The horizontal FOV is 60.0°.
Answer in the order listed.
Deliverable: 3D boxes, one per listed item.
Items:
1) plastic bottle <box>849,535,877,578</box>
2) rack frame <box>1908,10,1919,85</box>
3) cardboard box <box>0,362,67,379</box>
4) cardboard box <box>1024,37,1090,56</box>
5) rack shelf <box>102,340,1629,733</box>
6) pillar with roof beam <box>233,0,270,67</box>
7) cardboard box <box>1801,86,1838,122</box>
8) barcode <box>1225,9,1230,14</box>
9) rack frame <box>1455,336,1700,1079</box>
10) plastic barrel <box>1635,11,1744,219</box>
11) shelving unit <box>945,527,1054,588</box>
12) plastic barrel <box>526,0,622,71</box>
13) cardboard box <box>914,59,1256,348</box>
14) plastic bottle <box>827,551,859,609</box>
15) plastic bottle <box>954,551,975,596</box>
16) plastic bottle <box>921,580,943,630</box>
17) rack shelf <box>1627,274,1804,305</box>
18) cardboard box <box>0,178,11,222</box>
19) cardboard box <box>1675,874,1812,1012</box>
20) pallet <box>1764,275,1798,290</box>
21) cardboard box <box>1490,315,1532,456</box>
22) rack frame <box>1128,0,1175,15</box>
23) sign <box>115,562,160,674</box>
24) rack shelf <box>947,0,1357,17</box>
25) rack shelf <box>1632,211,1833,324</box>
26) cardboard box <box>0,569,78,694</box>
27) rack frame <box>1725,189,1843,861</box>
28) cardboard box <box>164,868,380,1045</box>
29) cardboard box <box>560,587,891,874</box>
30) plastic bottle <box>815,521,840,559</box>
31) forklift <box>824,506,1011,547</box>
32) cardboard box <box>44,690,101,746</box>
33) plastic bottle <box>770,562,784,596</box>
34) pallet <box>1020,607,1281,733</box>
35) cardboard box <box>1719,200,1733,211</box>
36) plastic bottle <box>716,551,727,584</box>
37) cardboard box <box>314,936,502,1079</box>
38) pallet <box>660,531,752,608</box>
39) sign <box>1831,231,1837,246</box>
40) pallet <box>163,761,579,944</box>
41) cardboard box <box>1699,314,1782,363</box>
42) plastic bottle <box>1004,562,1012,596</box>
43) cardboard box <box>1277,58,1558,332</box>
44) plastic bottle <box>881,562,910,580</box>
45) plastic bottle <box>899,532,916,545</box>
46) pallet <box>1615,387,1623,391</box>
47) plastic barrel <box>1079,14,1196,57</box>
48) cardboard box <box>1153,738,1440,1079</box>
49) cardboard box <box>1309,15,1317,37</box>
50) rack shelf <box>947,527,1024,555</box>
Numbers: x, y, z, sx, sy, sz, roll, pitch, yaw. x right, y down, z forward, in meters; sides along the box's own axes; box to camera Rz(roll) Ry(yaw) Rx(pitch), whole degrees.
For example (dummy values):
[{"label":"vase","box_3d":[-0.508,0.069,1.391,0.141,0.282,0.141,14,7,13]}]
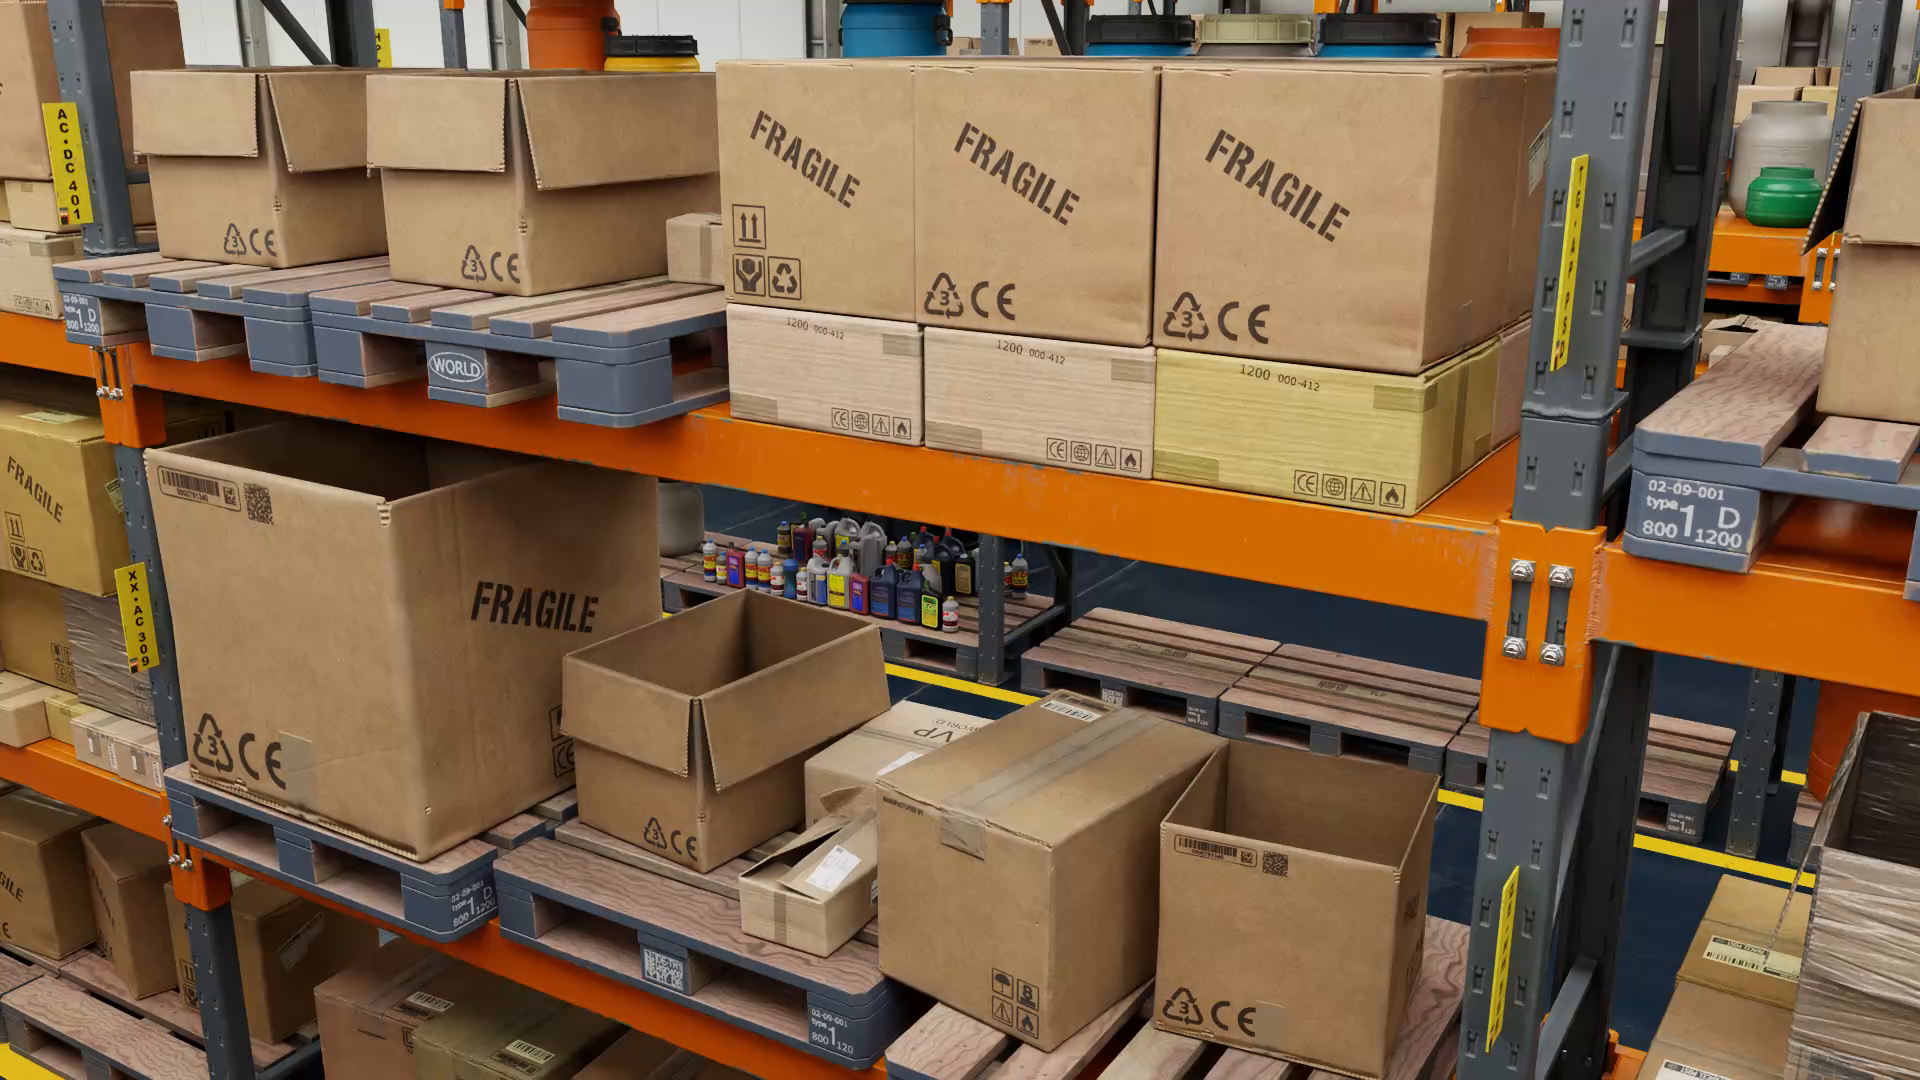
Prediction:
[{"label":"plastic bottle","box_3d":[-0.633,0.099,10.825,0.135,0.276,0.152,10,20,30]},{"label":"rack frame","box_3d":[6.420,-4.204,10.738,0.127,3.000,1.000,10,20,30]},{"label":"cardboard box","box_3d":[-3.279,-0.441,6.267,0.500,0.500,0.500,10,20,30]},{"label":"cardboard box","box_3d":[0.875,-3.981,14.030,0.500,0.500,0.500,10,20,30]},{"label":"rack shelf","box_3d":[-0.471,-0.276,4.205,4.000,0.370,1.077,10,20,30]},{"label":"pillar with roof beam","box_3d":[-14.349,-8.428,24.643,0.400,9.000,9.100,10,20,30]},{"label":"cardboard box","box_3d":[6.004,-2.953,11.316,0.500,0.250,0.500,9,19,26]},{"label":"barcode","box_3d":[3.059,-6.042,19.026,0.075,0.075,0.001,10,20,30]},{"label":"rack frame","box_3d":[1.233,1.120,3.535,0.127,3.000,1.000,10,20,30]},{"label":"plastic barrel","box_3d":[3.239,-1.961,7.653,0.600,0.901,0.600,0,17,0]},{"label":"shelving unit","box_3d":[0.307,-0.501,11.449,0.755,1.500,0.431,16,23,42]},{"label":"plastic barrel","box_3d":[-2.512,-3.123,10.880,0.708,0.830,0.600,10,20,30]},{"label":"cardboard box","box_3d":[0.253,-0.689,3.294,0.500,0.500,0.500,10,20,30]},{"label":"plastic bottle","box_3d":[-0.722,0.236,10.243,0.185,0.351,0.144,10,20,30]},{"label":"plastic bottle","box_3d":[0.029,0.201,10.476,0.133,0.283,0.061,10,20,30]},{"label":"plastic bottle","box_3d":[-0.166,0.382,9.879,0.133,0.283,0.061,11,20,33]},{"label":"rack shelf","box_3d":[7.305,-2.521,16.757,4.000,0.370,1.077,10,20,30]},{"label":"cardboard box","box_3d":[-2.784,-1.084,5.201,0.250,0.149,0.380,10,20,31]},{"label":"cardboard box","box_3d":[1.783,1.085,3.475,0.500,0.500,0.500,11,20,32]},{"label":"pallet","box_3d":[8.347,-2.551,15.949,1.003,0.211,1.213,10,20,30]},{"label":"cardboard box","box_3d":[0.965,-0.378,3.563,0.500,0.250,0.500,11,20,31]},{"label":"rack frame","box_3d":[2.193,-6.648,18.785,0.127,3.000,1.000,10,20,30]},{"label":"sign","box_3d":[-2.453,0.232,4.966,0.005,0.325,0.100,10,20,30]},{"label":"rack shelf","box_3d":[1.308,-4.581,13.905,4.000,0.370,1.077,10,20,30]},{"label":"rack shelf","box_3d":[2.121,-1.502,8.243,4.000,0.370,1.077,10,20,30]},{"label":"cardboard box","box_3d":[-2.934,0.152,6.035,0.500,0.500,0.875,10,20,30]},{"label":"rack frame","box_3d":[3.825,-0.107,7.573,0.127,3.000,1.000,10,20,30]},{"label":"cardboard box","box_3d":[-2.496,1.435,6.073,0.500,0.500,0.500,9,19,28]},{"label":"cardboard box","box_3d":[-0.650,0.502,4.669,0.637,0.503,0.797,13,21,36]},{"label":"plastic bottle","box_3d":[-0.879,0.006,11.131,0.135,0.276,0.152,10,19,29]},{"label":"forklift","box_3d":[-0.549,-1.695,12.919,1.130,2.935,3.031,-9,19,-28]},{"label":"cardboard box","box_3d":[-2.902,0.578,5.749,0.250,0.149,0.380,10,20,30]},{"label":"plastic bottle","box_3d":[-1.149,0.240,10.489,0.097,0.201,0.097,0,17,0]},{"label":"pallet","box_3d":[1.106,0.728,9.620,1.213,0.211,1.003,10,20,30]},{"label":"cardboard box","box_3d":[7.531,-3.072,16.405,0.500,0.500,0.700,10,20,30]},{"label":"plastic bottle","box_3d":[-1.522,0.173,10.708,0.097,0.201,0.097,0,17,0]},{"label":"cardboard box","box_3d":[-1.664,1.595,5.512,0.500,0.500,0.700,8,19,26]},{"label":"pallet","box_3d":[-2.213,0.135,11.574,1.213,0.211,1.003,10,20,30]},{"label":"sign","box_3d":[3.543,-1.355,6.700,0.005,0.325,0.100,10,20,30]},{"label":"pallet","box_3d":[-1.601,0.755,5.064,1.213,0.211,1.003,10,20,30]},{"label":"cardboard box","box_3d":[5.760,-1.475,12.229,0.500,0.311,0.500,10,19,29]},{"label":"plastic bottle","box_3d":[0.288,0.240,10.487,0.097,0.201,0.097,0,17,0]},{"label":"cardboard box","box_3d":[0.967,-0.738,3.457,0.500,0.500,0.500,10,20,31]},{"label":"plastic bottle","box_3d":[-0.391,0.281,10.225,0.135,0.276,0.152,10,20,30]},{"label":"plastic bottle","box_3d":[-0.334,0.084,10.861,0.133,0.283,0.061,11,20,32]},{"label":"pallet","box_3d":[7.309,-1.532,17.060,1.213,0.211,1.003,10,20,30]},{"label":"plastic barrel","box_3d":[0.963,-2.367,8.990,0.708,0.901,0.600,10,20,30]},{"label":"cardboard box","box_3d":[0.752,0.798,3.697,0.500,0.500,0.500,8,18,23]},{"label":"cardboard box","box_3d":[4.001,-5.509,18.268,0.500,0.500,0.500,10,20,30]},{"label":"rack shelf","box_3d":[0.307,-0.189,11.544,0.720,0.370,0.431,16,23,42]}]
